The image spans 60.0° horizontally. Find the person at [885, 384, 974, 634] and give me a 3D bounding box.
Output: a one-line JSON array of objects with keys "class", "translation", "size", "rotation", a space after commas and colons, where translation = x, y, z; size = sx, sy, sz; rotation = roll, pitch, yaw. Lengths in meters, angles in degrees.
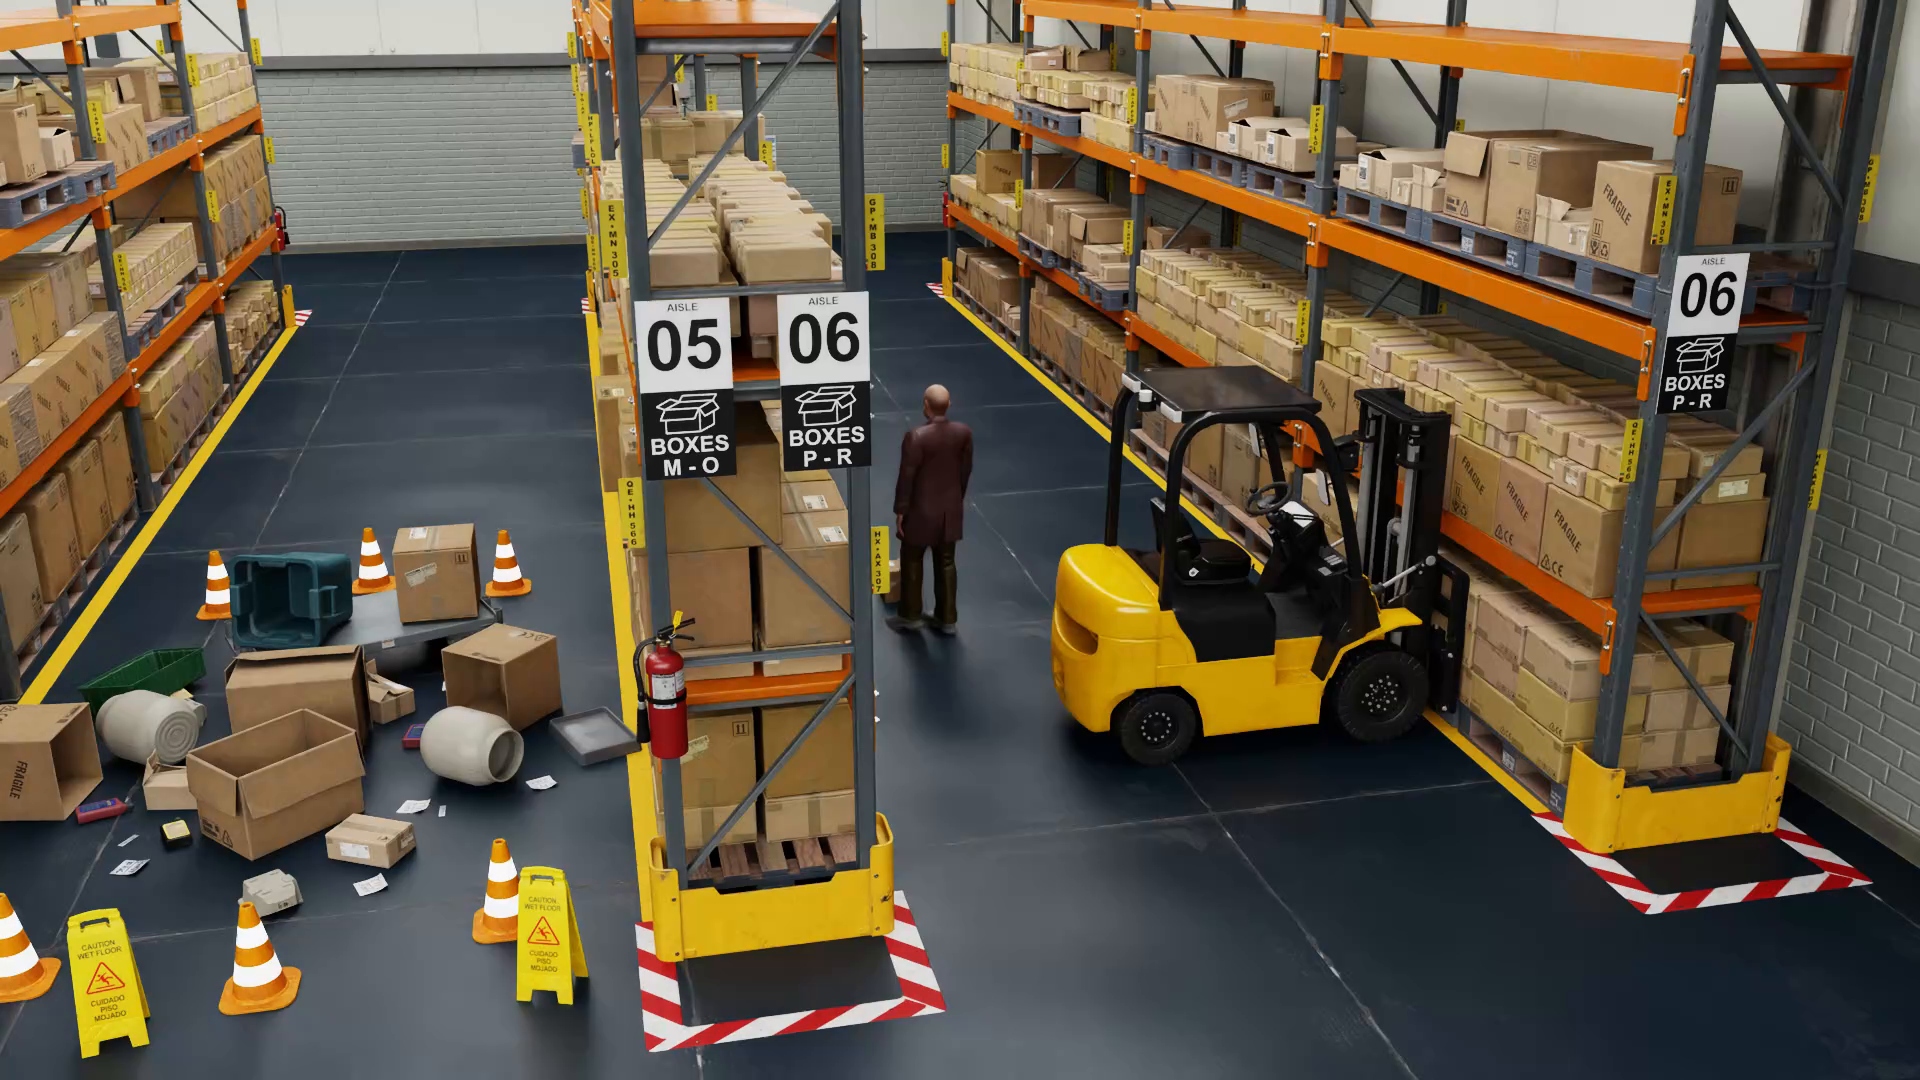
[{"class": "person", "translation": [-0.220, -0.210, 11.686], "size": [0.614, 1.814, 0.545], "rotation": [-10, 22, -27]}]
